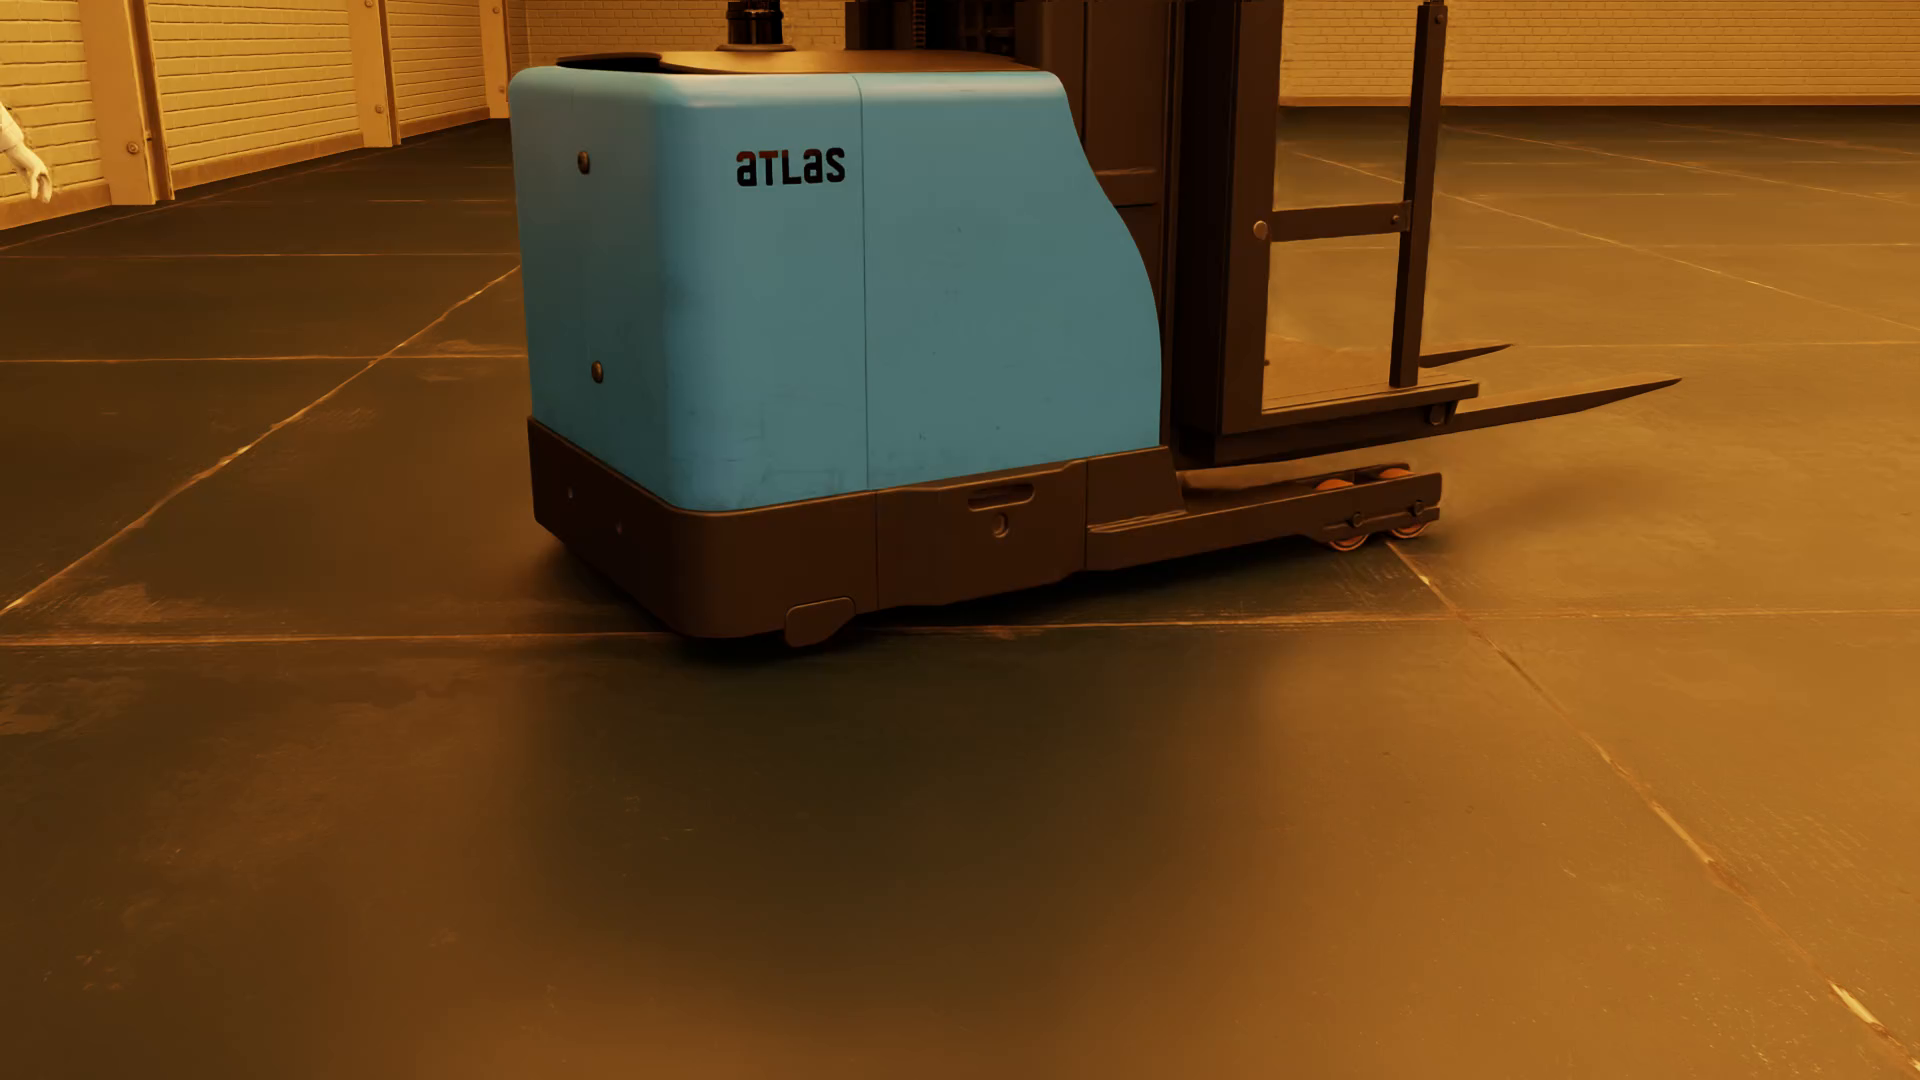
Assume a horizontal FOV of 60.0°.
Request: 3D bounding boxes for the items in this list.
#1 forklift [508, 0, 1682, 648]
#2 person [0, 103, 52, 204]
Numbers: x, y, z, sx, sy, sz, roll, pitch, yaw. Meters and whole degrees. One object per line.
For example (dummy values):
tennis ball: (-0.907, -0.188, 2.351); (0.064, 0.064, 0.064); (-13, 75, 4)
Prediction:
forklift: (0.545, -1.497, 3.801); (3.031, 2.935, 1.130); (-10, 20, -29)
person: (-2.746, -0.899, 4.263); (0.742, 1.563, 0.777); (-9, 19, -27)
